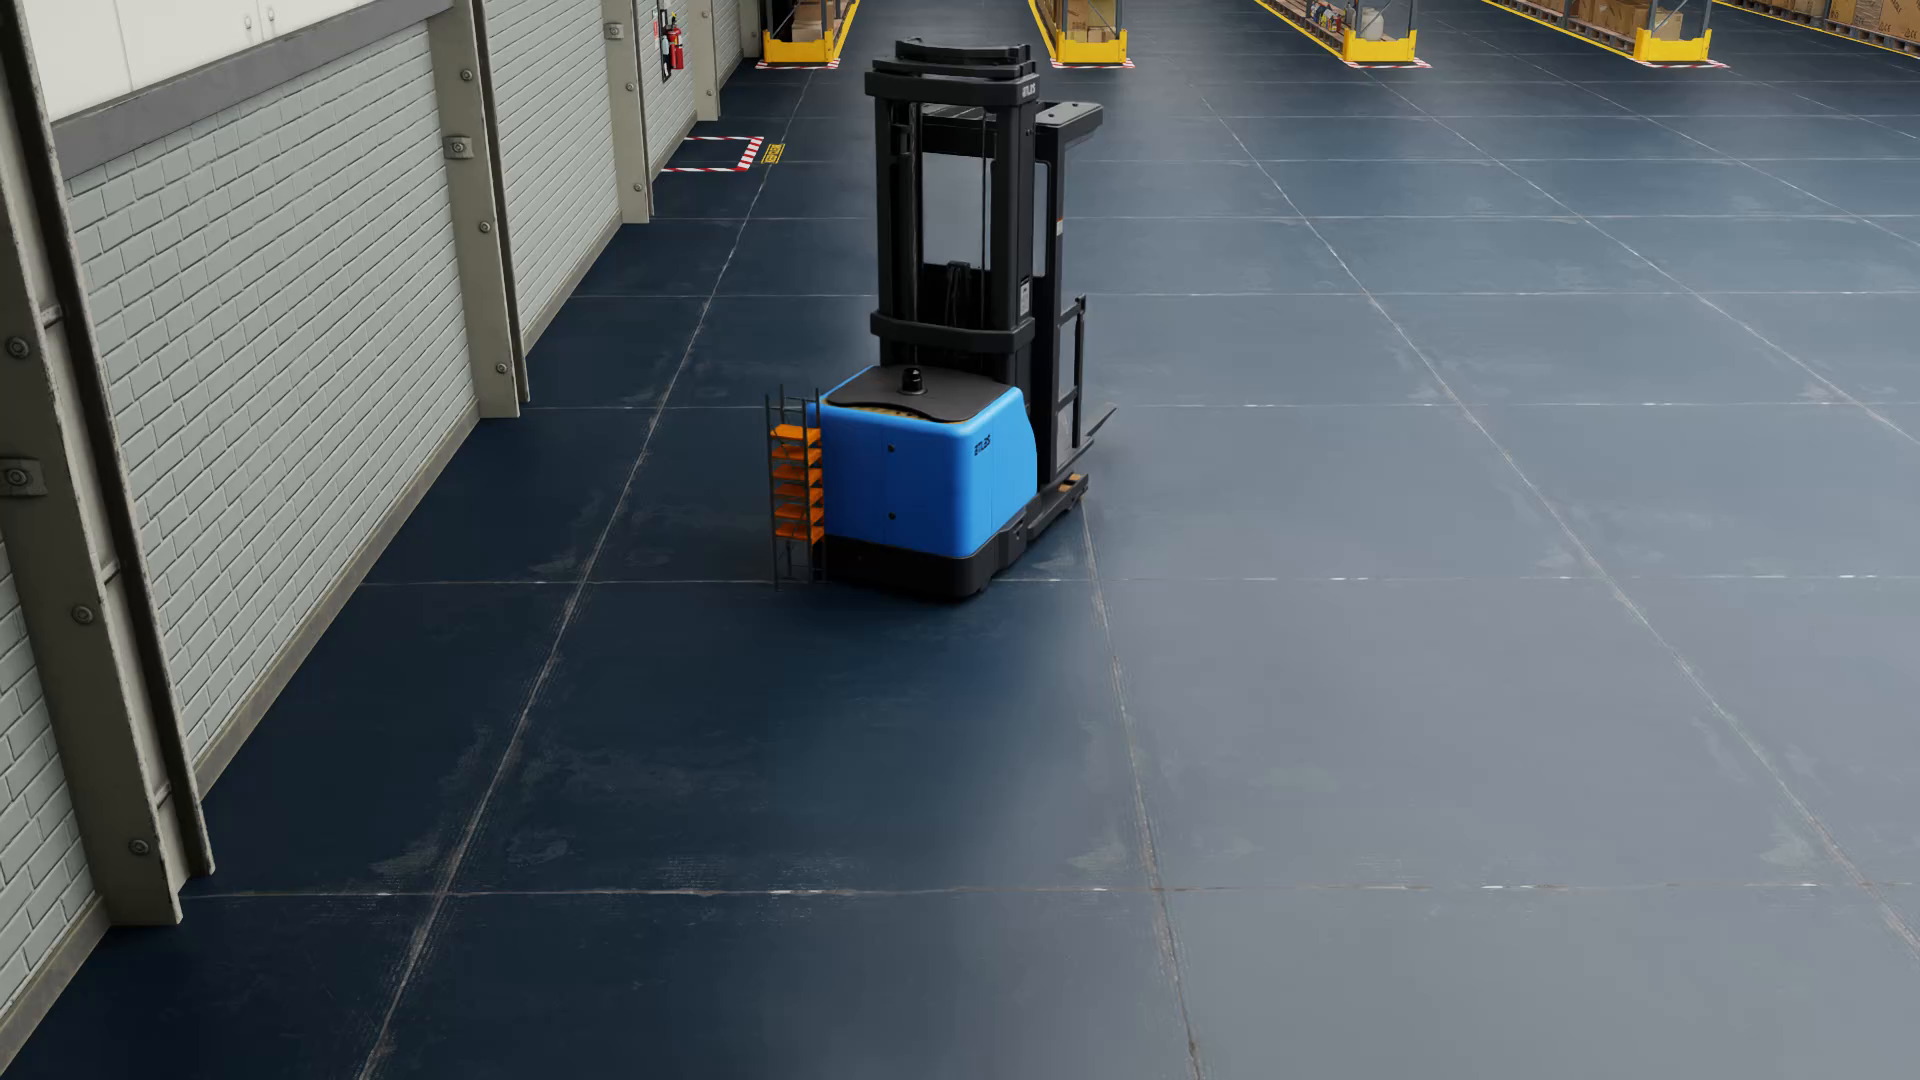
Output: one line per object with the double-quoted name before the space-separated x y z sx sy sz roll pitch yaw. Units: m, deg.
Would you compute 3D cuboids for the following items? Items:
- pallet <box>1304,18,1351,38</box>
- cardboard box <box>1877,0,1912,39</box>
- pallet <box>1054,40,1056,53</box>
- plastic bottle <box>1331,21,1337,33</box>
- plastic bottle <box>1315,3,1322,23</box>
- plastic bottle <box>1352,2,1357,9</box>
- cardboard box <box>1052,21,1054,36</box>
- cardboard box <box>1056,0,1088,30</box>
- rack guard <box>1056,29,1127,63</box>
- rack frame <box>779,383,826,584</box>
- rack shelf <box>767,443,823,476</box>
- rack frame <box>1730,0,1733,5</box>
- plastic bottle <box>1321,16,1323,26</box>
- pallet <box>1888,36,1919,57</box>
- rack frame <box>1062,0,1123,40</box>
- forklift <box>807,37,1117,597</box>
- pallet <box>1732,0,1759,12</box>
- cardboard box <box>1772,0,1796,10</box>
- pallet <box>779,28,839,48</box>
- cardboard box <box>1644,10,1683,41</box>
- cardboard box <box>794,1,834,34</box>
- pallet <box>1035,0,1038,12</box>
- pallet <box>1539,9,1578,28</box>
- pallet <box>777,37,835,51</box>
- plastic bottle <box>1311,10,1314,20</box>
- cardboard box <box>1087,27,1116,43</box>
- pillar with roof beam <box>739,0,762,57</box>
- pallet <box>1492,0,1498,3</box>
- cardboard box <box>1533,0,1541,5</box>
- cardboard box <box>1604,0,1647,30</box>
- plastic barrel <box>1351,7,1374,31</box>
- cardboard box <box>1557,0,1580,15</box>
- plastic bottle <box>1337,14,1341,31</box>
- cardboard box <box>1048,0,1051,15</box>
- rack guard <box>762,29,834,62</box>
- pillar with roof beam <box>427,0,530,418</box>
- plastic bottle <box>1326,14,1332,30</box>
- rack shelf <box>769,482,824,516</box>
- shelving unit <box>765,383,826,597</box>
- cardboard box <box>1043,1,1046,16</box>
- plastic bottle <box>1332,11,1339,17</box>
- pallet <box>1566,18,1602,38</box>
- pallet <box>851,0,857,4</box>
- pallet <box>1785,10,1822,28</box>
"pallet" 7.093 -9.629 31.284 1.003 0.211 1.213 0 24 -1
"cardboard box" 16.999 -9.396 29.453 0.875 0.875 0.875 -1 24 -1
"pallet" 2.167 -8.552 28.902 1.003 0.211 1.213 0 24 -1
"plastic bottle" 6.712 -9.208 29.832 0.097 0.201 0.097 0 24 0
"plastic bottle" 6.721 -9.835 31.037 0.144 0.351 0.185 0 24 1
"plastic bottle" 7.422 -9.906 31.193 0.144 0.351 0.185 -1 24 -2
"cardboard box" 1.891 -9.077 29.508 0.500 0.250 0.500 0 24 -1
"cardboard box" 1.914 -9.007 28.442 0.500 0.500 0.500 0 24 -1
"rack guard" 2.218 -8.358 28.124 1.175 0.500 0.348 0 24 -1
"rack frame" -0.893 -0.310 9.480 0.240 1.200 0.006 8 26 18
"rack shelf" -0.924 -0.453 9.321 0.258 0.103 0.180 8 26 18
"rack frame" 16.997 -12.827 34.972 1.000 3.000 0.127 0 24 -1
"plastic bottle" 6.703 -9.573 30.638 0.097 0.201 0.097 0 24 0
"pallet" 16.997 -8.589 28.986 1.003 0.211 1.213 0 24 -1
"rack frame" 2.217 -9.507 27.631 1.000 3.000 0.127 0 24 -1
"forklift" 0.188 -1.591 10.212 1.130 2.935 3.031 11 26 22
"pallet" 16.930 -11.232 34.828 1.003 0.211 1.213 0 24 -1
"cardboard box" 16.937 -10.998 33.148 1.050 0.750 0.750 0 24 -1
"pallet" -2.721 -9.081 30.072 1.003 0.211 1.213 0 24 -1
"cardboard box" 12.133 -8.860 28.724 0.500 0.500 0.500 4 25 9
"cardboard box" -2.618 -9.368 29.822 0.700 0.500 0.500 -2 24 -4
"pallet" 2.100 -11.194 34.744 1.003 0.211 1.213 0 24 -1
"pallet" 12.070 -10.249 32.654 1.003 0.211 1.213 0 24 -1
"pallet" -2.710 -8.579 28.963 1.003 0.211 1.213 0 24 -1
"plastic bottle" 6.693 -9.927 31.420 0.097 0.201 0.097 0 24 0
"cardboard box" 2.434 -8.668 28.602 0.500 0.250 0.500 0 24 -1
"pillar with roof beam" 0.696 -12.521 27.014 9.100 9.000 0.400 0 24 -1
"pallet" 12.103 -11.901 36.308 1.003 0.211 1.213 0 24 -1
"cardboard box" 12.095 -11.170 33.807 0.700 0.500 0.500 2 24 4
"cardboard box" 12.143 -9.594 30.348 0.500 0.500 0.500 -2 24 -5
"plastic barrel" 7.081 -9.063 29.159 0.421 0.512 0.421 0 24 0
"cardboard box" 12.094 -10.513 32.355 0.700 0.500 0.500 -2 24 -5
"plastic bottle" 6.843 -9.350 30.046 0.061 0.283 0.133 0 24 -1
"cardboard box" 1.877 -9.831 30.264 0.500 0.500 0.500 0 24 -1
"rack guard" -2.737 -8.376 28.163 1.175 0.500 0.348 0 24 -1
"pillar with roof beam" 0.893 -5.104 10.614 9.100 9.000 0.400 0 24 -1
"plastic bottle" 6.735 -9.403 30.173 0.152 0.276 0.135 -1 24 -2
"rack shelf" -0.924 -0.234 9.420 0.258 0.103 0.180 8 26 18
"shelving unit" -0.924 -0.275 9.401 0.258 1.200 0.189 8 26 18
"cardboard box" 1.879 -10.264 32.130 0.500 0.250 0.500 0 24 -1
"plastic bottle" 6.875 -9.559 30.517 0.152 0.276 0.135 0 24 -1
"pallet" 12.122 -9.651 31.334 1.003 0.211 1.213 0 24 -1
"pallet" -2.756 -11.835 36.161 1.003 0.211 1.213 0 24 -1
"pallet" 16.957 -10.226 32.605 1.003 0.211 1.213 0 24 -1
